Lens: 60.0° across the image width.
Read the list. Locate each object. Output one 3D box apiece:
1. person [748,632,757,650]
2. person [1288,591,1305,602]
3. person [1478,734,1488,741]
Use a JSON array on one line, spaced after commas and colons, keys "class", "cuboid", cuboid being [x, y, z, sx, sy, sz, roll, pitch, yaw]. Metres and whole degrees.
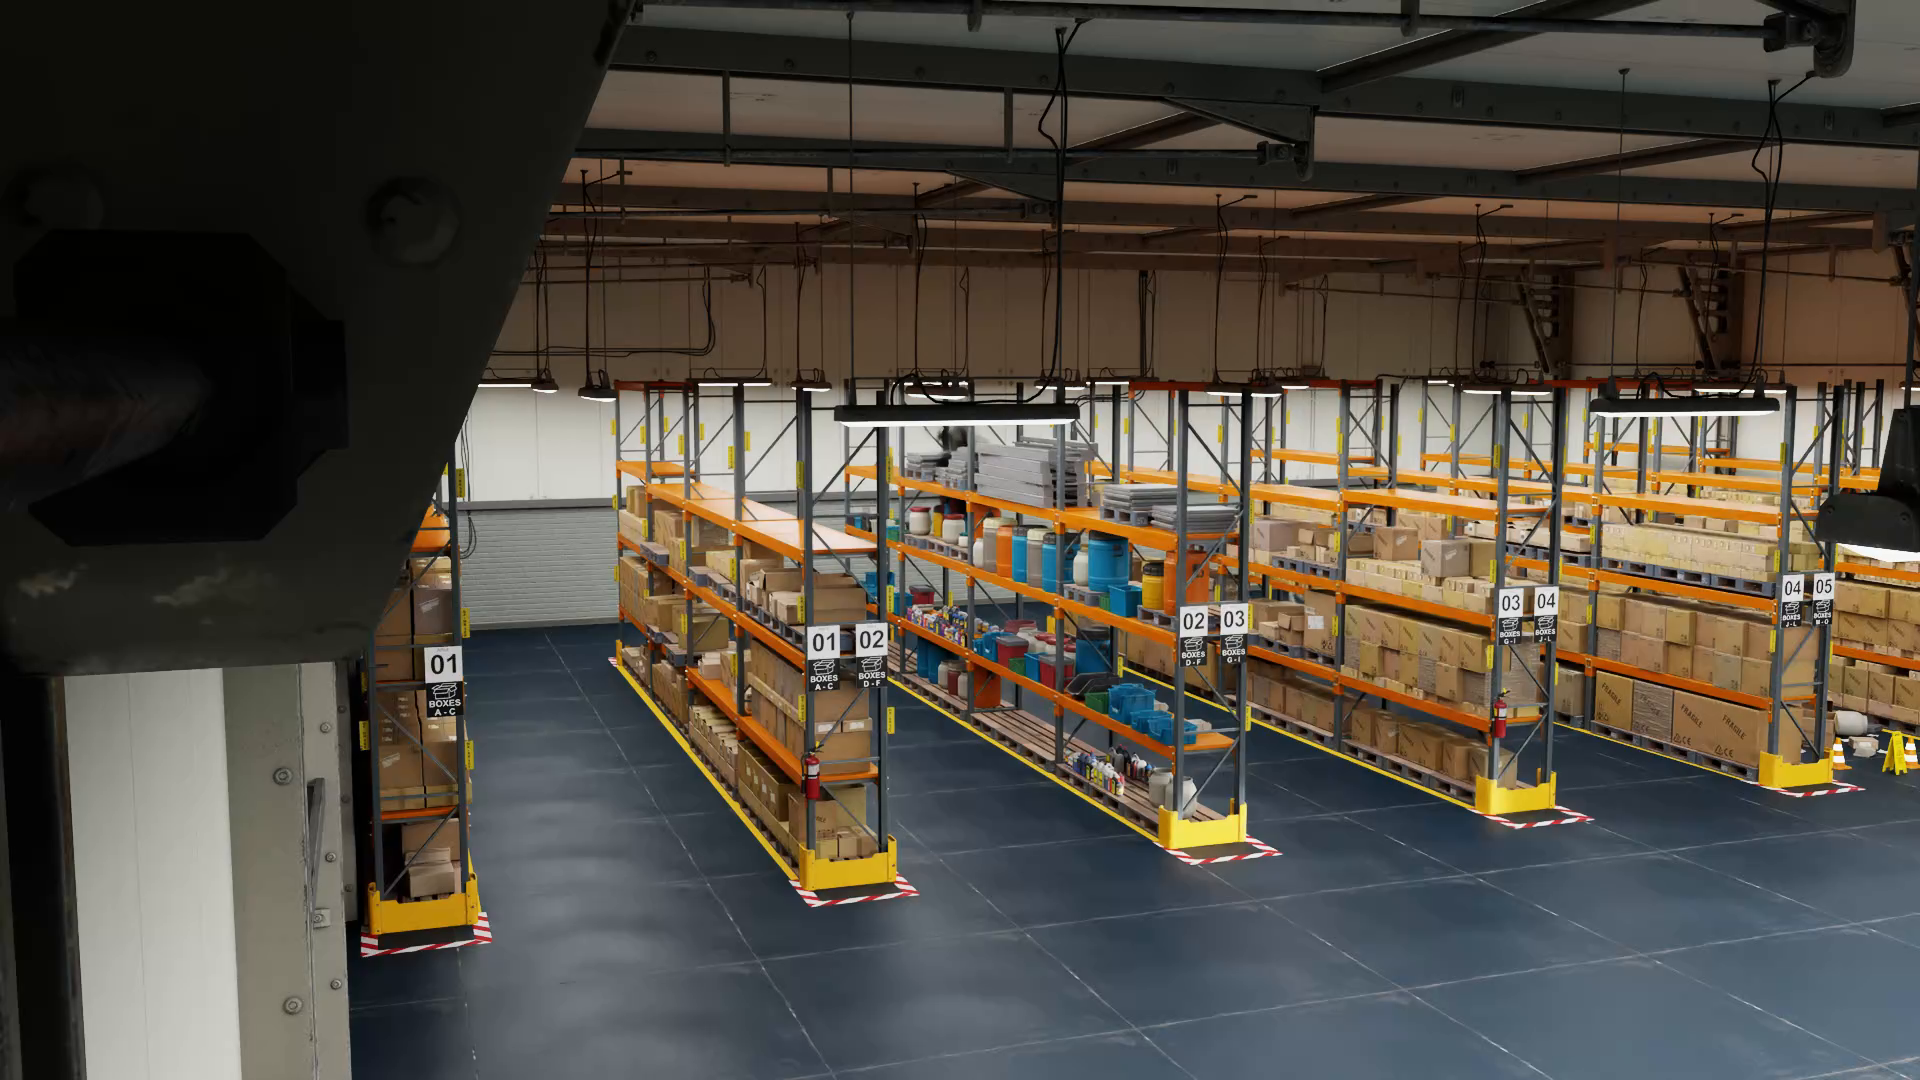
[{"class": "person", "cuboid": [-4.174, 1.871, 34.106, 0.588, 1.642, 0.952, -4, 7, -32]}, {"class": "person", "cuboid": [8.658, 1.149, 42.406, 0.757, 1.411, 0.576, -3, 7, -26]}, {"class": "person", "cuboid": [8.814, 2.497, 28.208, 0.712, 1.749, 0.776, -3, 7, -23]}]
